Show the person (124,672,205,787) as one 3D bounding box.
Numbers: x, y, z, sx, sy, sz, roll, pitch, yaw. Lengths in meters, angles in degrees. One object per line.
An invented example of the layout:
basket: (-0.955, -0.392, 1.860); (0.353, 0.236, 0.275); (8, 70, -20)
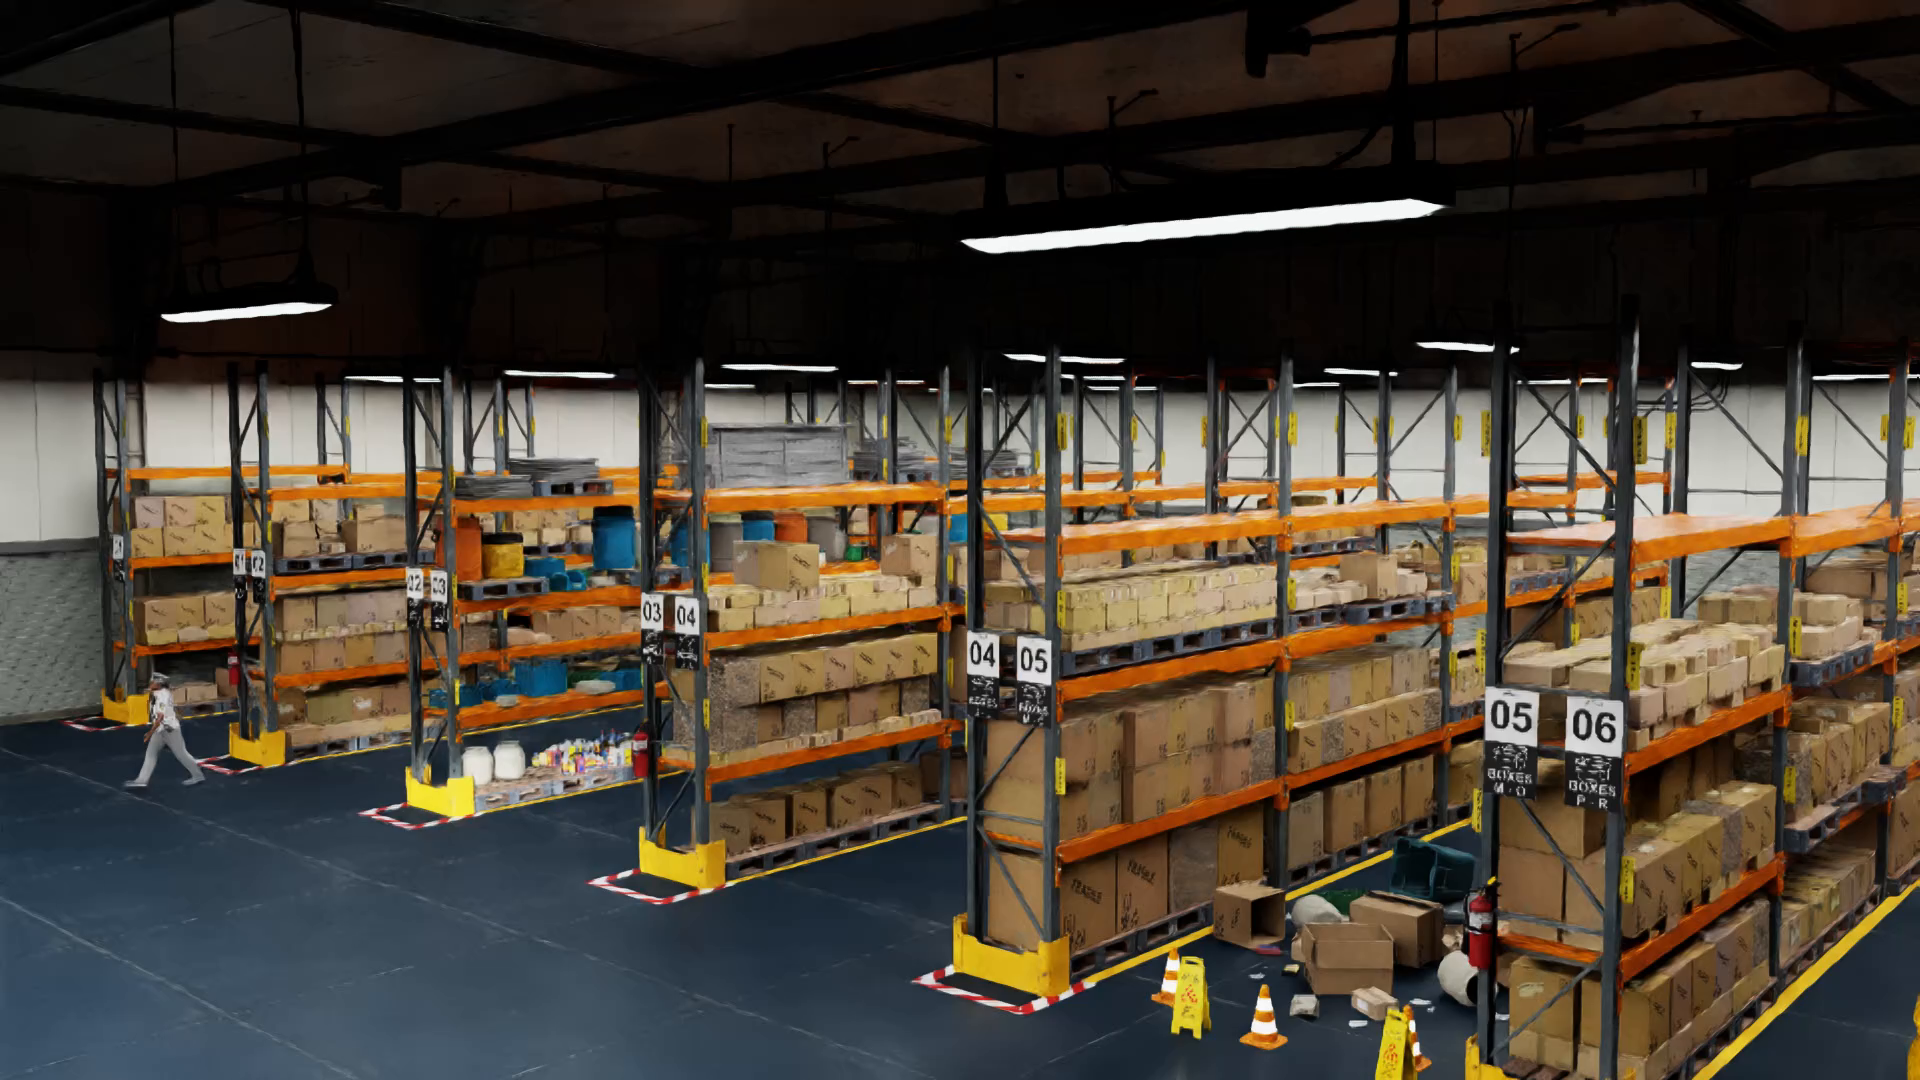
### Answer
person: (-11.114, 2.632, 23.203); (1.000, 1.623, 0.443); (-3, 5, -40)
